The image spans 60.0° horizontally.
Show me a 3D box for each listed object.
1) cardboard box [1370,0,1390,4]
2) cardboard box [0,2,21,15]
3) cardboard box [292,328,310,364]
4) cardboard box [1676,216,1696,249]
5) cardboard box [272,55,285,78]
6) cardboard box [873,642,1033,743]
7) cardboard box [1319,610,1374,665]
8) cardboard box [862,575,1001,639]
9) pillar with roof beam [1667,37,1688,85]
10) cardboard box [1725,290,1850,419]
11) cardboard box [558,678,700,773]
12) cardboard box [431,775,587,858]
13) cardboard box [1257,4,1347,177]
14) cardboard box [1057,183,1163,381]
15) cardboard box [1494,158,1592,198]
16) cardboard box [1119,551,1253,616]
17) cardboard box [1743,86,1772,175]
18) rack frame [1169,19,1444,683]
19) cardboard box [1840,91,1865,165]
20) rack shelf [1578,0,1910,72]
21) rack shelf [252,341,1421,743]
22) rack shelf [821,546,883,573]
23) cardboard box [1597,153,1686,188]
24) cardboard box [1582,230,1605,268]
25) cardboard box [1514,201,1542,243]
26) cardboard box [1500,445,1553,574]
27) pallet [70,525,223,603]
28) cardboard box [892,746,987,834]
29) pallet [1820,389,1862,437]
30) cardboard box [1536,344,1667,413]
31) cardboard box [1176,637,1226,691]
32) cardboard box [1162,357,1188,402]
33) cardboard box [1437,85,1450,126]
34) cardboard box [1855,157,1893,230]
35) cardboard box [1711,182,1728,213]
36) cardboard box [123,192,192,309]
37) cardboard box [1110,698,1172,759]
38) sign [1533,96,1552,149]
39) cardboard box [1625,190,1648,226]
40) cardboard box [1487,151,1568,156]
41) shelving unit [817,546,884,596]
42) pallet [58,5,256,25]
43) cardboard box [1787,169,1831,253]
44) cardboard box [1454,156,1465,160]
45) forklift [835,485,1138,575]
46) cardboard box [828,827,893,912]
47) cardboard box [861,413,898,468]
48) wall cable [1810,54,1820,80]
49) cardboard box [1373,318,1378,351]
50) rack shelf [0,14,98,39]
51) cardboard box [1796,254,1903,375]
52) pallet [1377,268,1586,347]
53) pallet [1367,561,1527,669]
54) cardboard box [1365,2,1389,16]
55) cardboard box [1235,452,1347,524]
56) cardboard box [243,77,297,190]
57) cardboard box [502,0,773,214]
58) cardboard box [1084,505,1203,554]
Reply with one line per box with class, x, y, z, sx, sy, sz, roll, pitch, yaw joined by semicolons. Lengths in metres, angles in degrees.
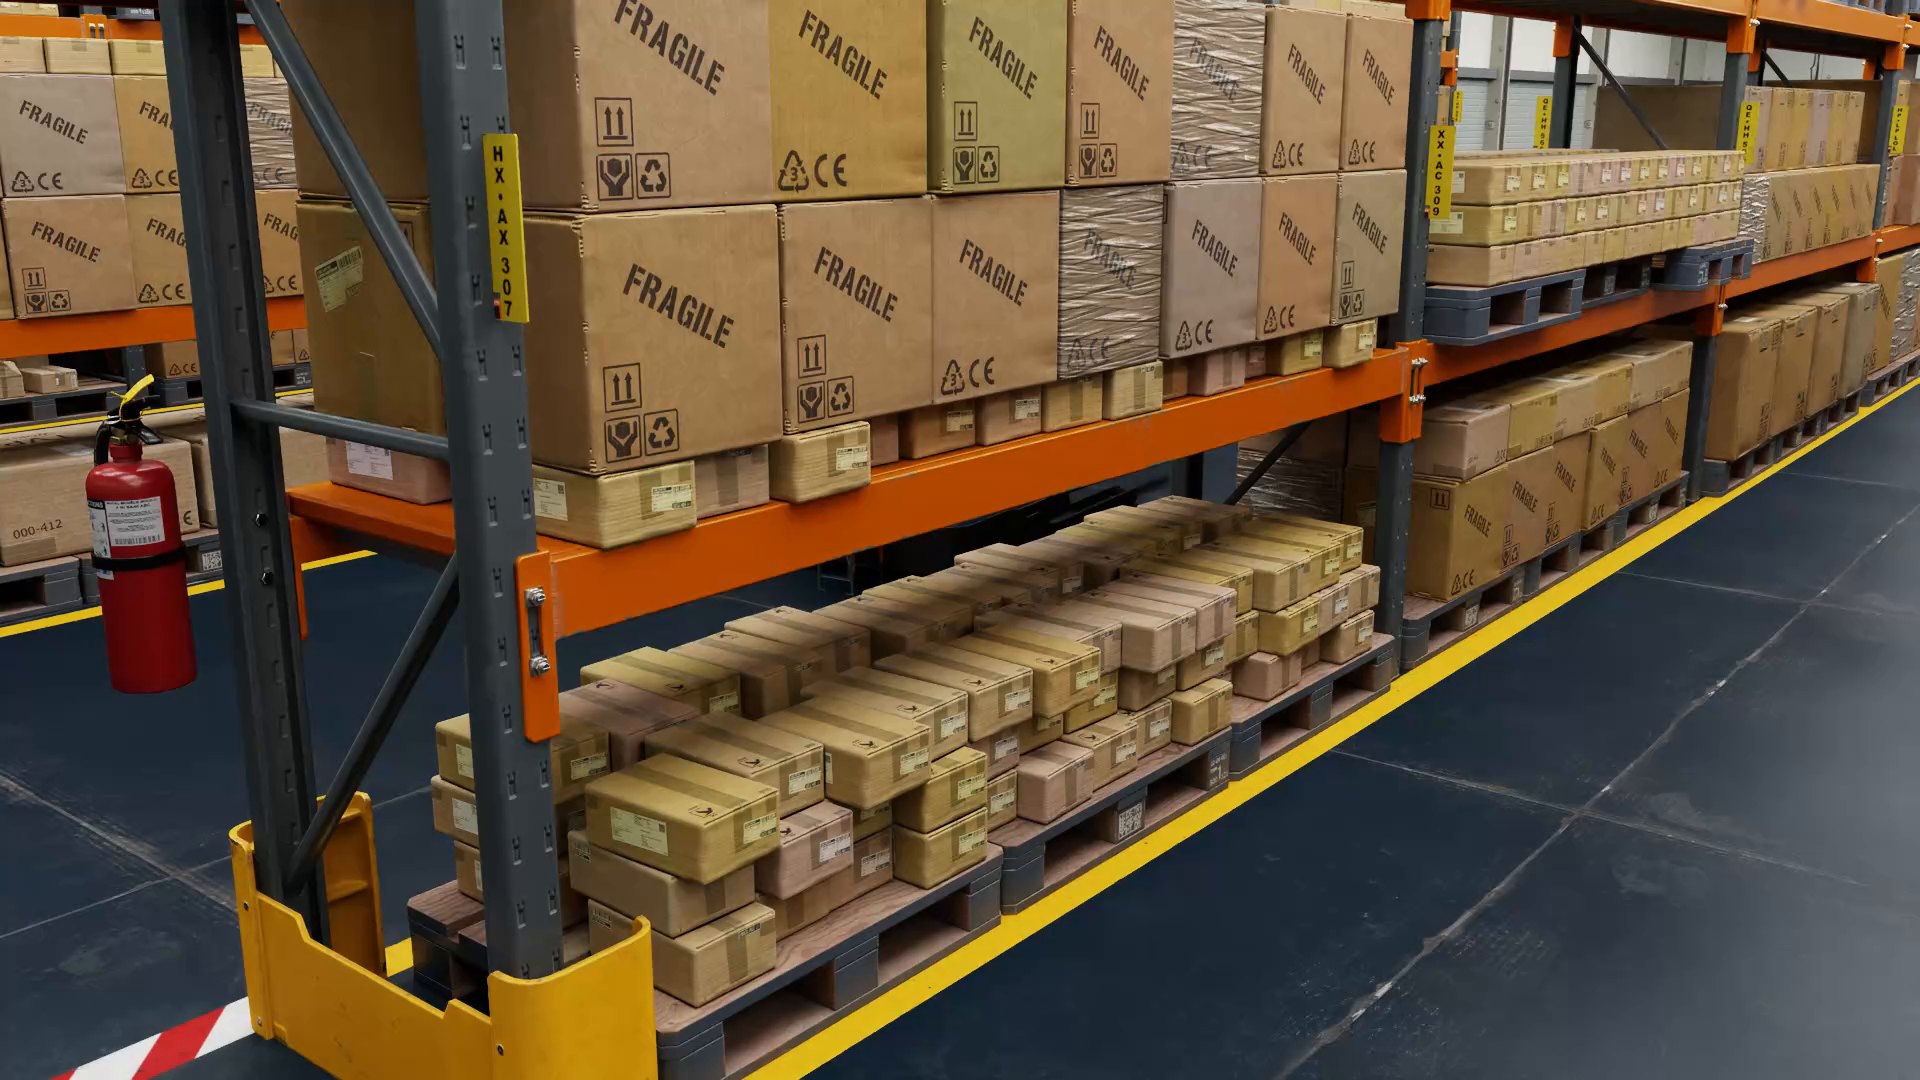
cardboard box;3.997;-5.333;16.324;0.380;0.149;0.250;12;18;39
cardboard box;-6.641;-3.665;11.374;0.380;0.149;0.250;11;18;37
cardboard box;-5.365;-1.742;13.611;0.500;0.500;0.500;11;18;36
cardboard box;3.372;-1.518;8.163;0.380;0.149;0.250;11;18;37
cardboard box;-3.260;-2.281;7.957;0.380;0.149;0.250;11;18;37
cardboard box;-0.021;0.417;4.619;0.380;0.149;0.250;12;19;40
cardboard box;1.307;0.327;6.182;0.380;0.149;0.250;12;18;38
cardboard box;-0.091;0.240;5.316;0.380;0.149;0.250;11;18;38
pillar with roof beam;22.119;-12.784;40.671;9.100;9.000;0.400;11;18;38
cardboard box;5.387;-1.308;11.395;1.050;0.750;0.750;11;18;38
cardboard box;-0.887;0.497;4.305;0.380;0.149;0.250;12;18;39
cardboard box;-1.116;0.675;4.205;0.380;0.149;0.250;11;18;36
cardboard box;0.883;-1.425;5.302;0.500;0.500;0.500;11;18;36
cardboard box;0.222;-0.746;4.661;0.500;0.500;0.500;11;18;36
cardboard box;2.387;-1.504;6.901;0.380;0.149;0.250;11;18;37
cardboard box;0.763;0.160;5.629;0.380;0.149;0.250;12;19;39
cardboard box;4.410;-2.460;9.981;0.700;0.500;0.500;11;18;37
rack frame;1.289;-0.979;6.386;1.000;3.000;0.127;11;18;38
cardboard box;6.009;-2.949;11.904;0.700;0.500;0.500;11;18;37
rack shelf;5.060;-3.234;10.629;1.077;0.370;4.000;11;18;38
rack shelf;0.032;-0.248;4.967;1.077;0.370;4.000;11;18;38
rack shelf;-0.509;-0.011;7.706;0.215;0.259;0.240;8;16;30
cardboard box;3.206;-1.756;7.892;0.380;0.149;0.250;11;18;38
cardboard box;2.542;-1.263;7.162;0.380;0.149;0.250;10;18;35
cardboard box;2.055;-1.260;6.542;0.380;0.149;0.250;11;18;36
cardboard box;2.291;-0.174;7.438;0.500;0.500;0.500;12;19;40
pallet;-3.930;-0.006;8.219;1.003;0.211;1.213;11;18;38
cardboard box;-0.150;0.623;4.410;0.380;0.149;0.250;12;19;39
pallet;5.890;-1.001;12.133;1.003;0.211;1.213;11;18;38
cardboard box;3.268;-0.831;8.503;0.500;0.250;0.500;12;18;38
cardboard box;0.644;0.357;5.460;0.380;0.149;0.250;12;18;39
cardboard box;0.470;-0.516;5.072;0.380;0.149;0.250;11;18;37
cardboard box;4.766;-4.570;17.682;0.700;0.500;0.500;11;18;36
cardboard box;6.539;-2.657;12.684;0.875;0.550;0.550;11;18;38
cardboard box;3.680;-1.755;8.492;0.380;0.149;0.250;12;19;40
cardboard box;-3.682;-1.350;7.643;0.500;0.500;0.500;12;19;39
cardboard box;0.441;0.564;5.246;0.380;0.149;0.250;12;18;39
sign;3.369;-2.392;9.595;0.100;0.325;0.005;11;18;38
cardboard box;2.875;-1.510;7.526;0.380;0.149;0.250;11;18;36
cardboard box;2.870;-1.908;8.492;0.380;0.149;0.250;10;18;35
shelving unit;-0.509;-0.291;7.635;0.215;1.050;0.252;8;16;30
pallet;-6.024;-3.970;12.449;1.213;0.211;1.003;11;18;38
cardboard box;5.244;-2.128;10.703;0.500;0.500;0.500;11;18;37
cardboard box;2.043;-1.654;7.492;0.380;0.149;0.250;11;18;36
forklift;0.318;-1.552;8.781;1.130;2.935;3.031;8;16;30
cardboard box;-0.395;0.803;4.309;0.380;0.149;0.250;12;18;38
cardboard box;-0.372;-0.272;4.113;0.380;0.149;0.250;12;19;40
wall cable;21.651;-12.305;45.092;3.097;2.526;0.112;11;18;38
cardboard box;1.291;-0.767;6.059;0.380;0.149;0.250;11;18;37
rack shelf;-7.745;-3.216;10.558;1.077;0.370;4.000;11;18;38
cardboard box;6.767;-1.795;13.059;0.875;0.875;0.875;12;18;38
pallet;1.882;-1.010;6.897;1.003;0.211;1.213;11;18;38
pallet;1.777;0.223;7.317;1.003;0.211;1.213;11;18;38
cardboard box;3.850;-5.117;16.280;0.500;0.250;0.500;11;18;38
cardboard box;1.558;-0.152;7.354;0.500;0.500;0.500;11;18;36
cardboard box;-3.345;-1.931;7.899;0.500;0.500;0.500;12;18;38
cardboard box;-0.737;-0.936;3.376;0.500;0.500;0.500;11;18;37
cardboard box;0.692;-0.012;6.307;0.380;0.149;0.250;12;19;40
